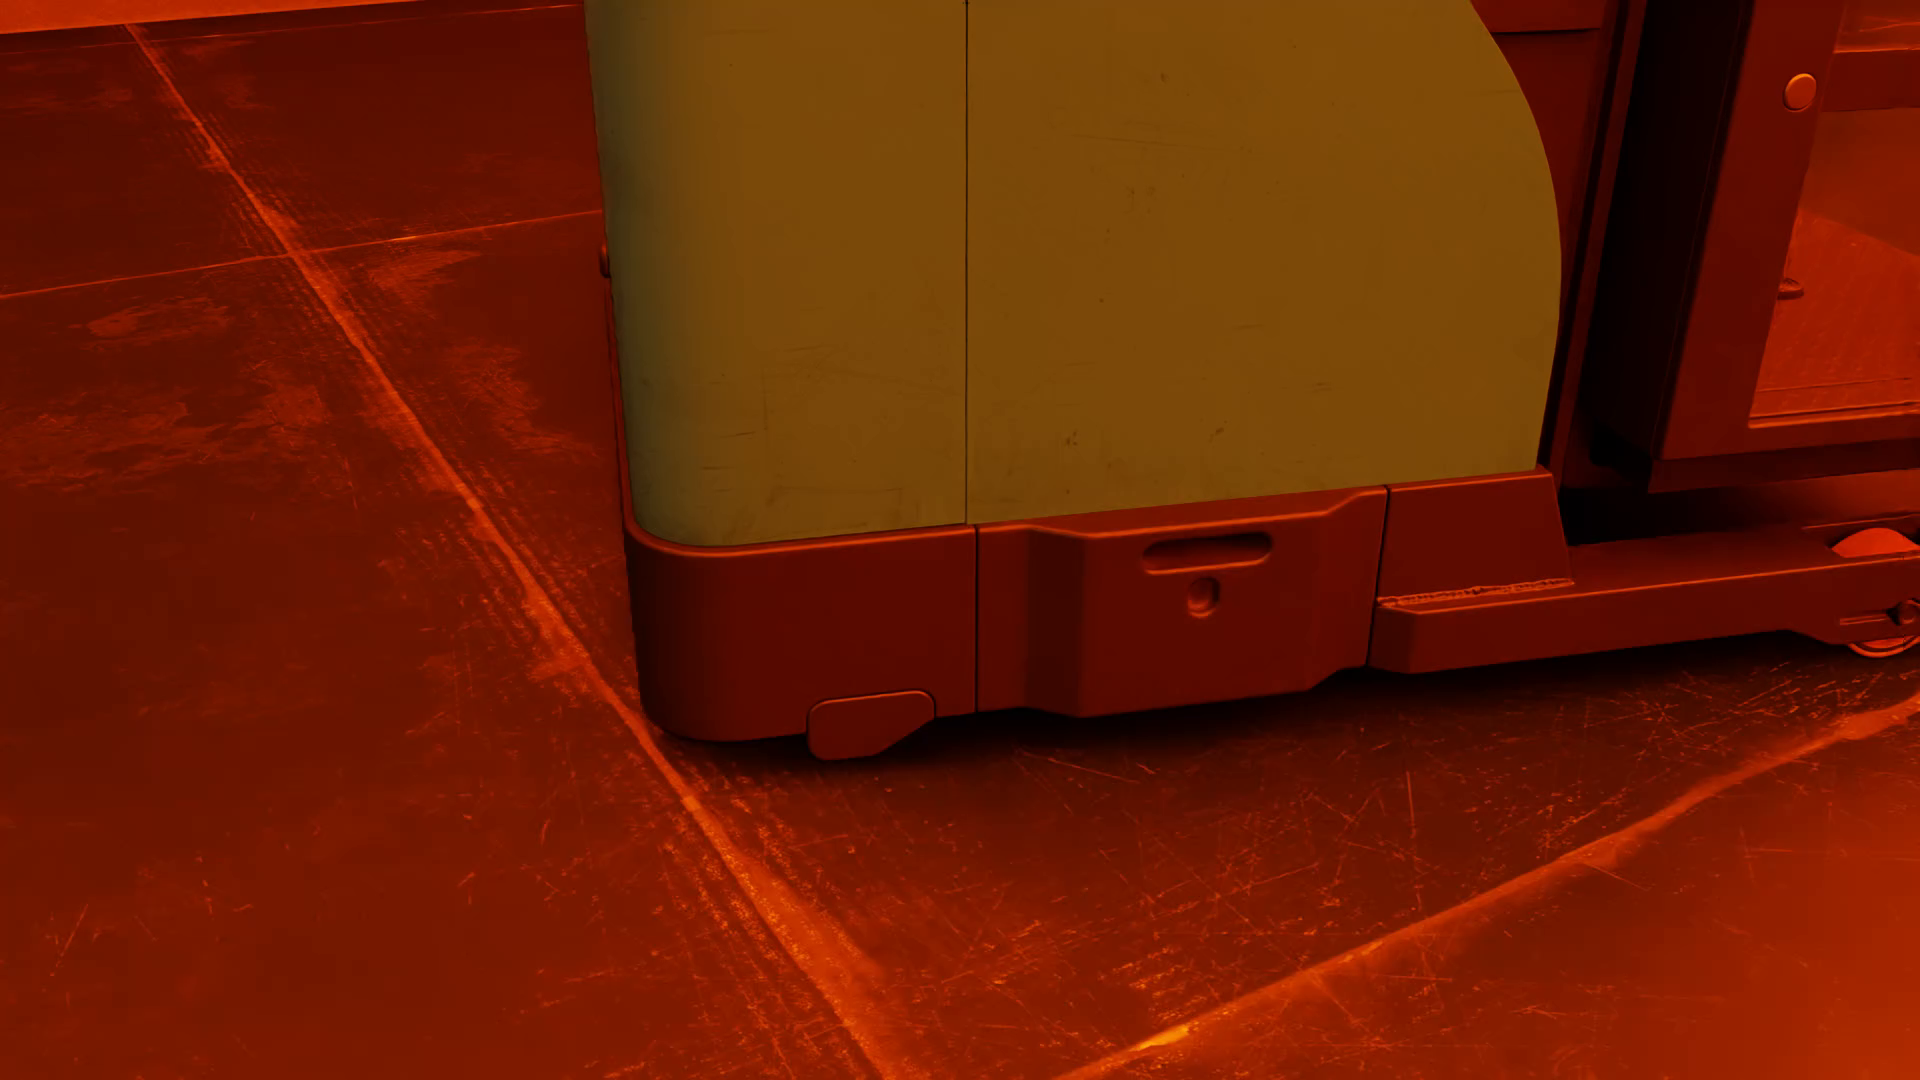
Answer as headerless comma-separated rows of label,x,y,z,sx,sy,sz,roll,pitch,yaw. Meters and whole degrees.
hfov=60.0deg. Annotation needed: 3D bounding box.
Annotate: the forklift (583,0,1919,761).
forklift,1.017,-1.381,1.982,3.031,2.935,1.130,-6,27,-11
